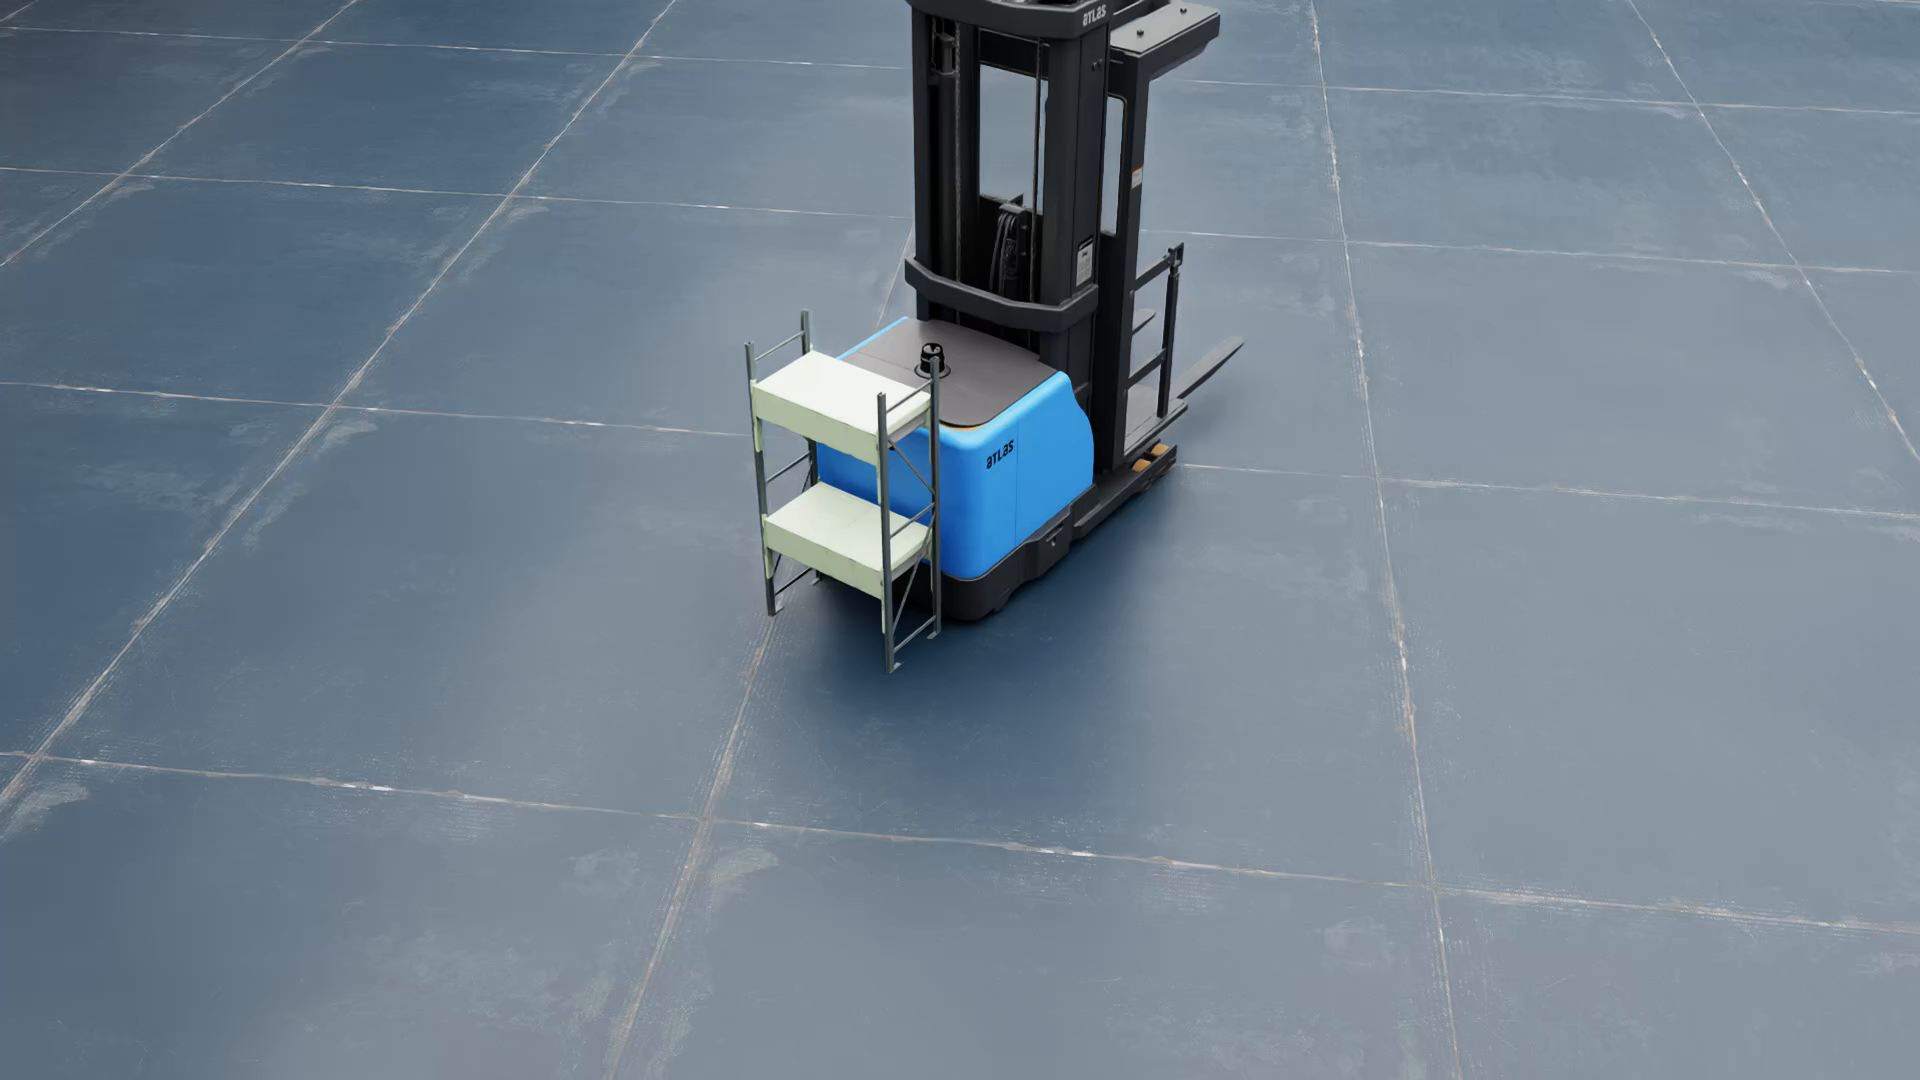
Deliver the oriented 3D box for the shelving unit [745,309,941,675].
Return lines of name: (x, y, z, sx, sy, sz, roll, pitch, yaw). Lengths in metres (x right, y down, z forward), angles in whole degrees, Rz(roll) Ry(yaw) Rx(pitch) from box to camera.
shelving unit: (-0.513, -0.207, 7.606, 0.755, 1.500, 0.431, 23, 42, 29)

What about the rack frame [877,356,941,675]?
rack frame: (-0.218, -0.081, 7.430, 0.023, 1.500, 0.400, 23, 42, 29)

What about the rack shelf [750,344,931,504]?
rack shelf: (-0.513, -0.524, 7.379, 0.720, 0.370, 0.431, 23, 42, 29)

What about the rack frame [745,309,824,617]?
rack frame: (-0.808, -0.333, 7.782, 0.023, 1.500, 0.400, 23, 42, 29)

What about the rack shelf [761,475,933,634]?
rack shelf: (-0.513, 0.059, 7.795, 0.720, 0.370, 0.431, 23, 42, 29)

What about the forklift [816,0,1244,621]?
forklift: (0.531, -1.613, 8.344, 1.130, 2.935, 3.031, 23, 42, 29)
